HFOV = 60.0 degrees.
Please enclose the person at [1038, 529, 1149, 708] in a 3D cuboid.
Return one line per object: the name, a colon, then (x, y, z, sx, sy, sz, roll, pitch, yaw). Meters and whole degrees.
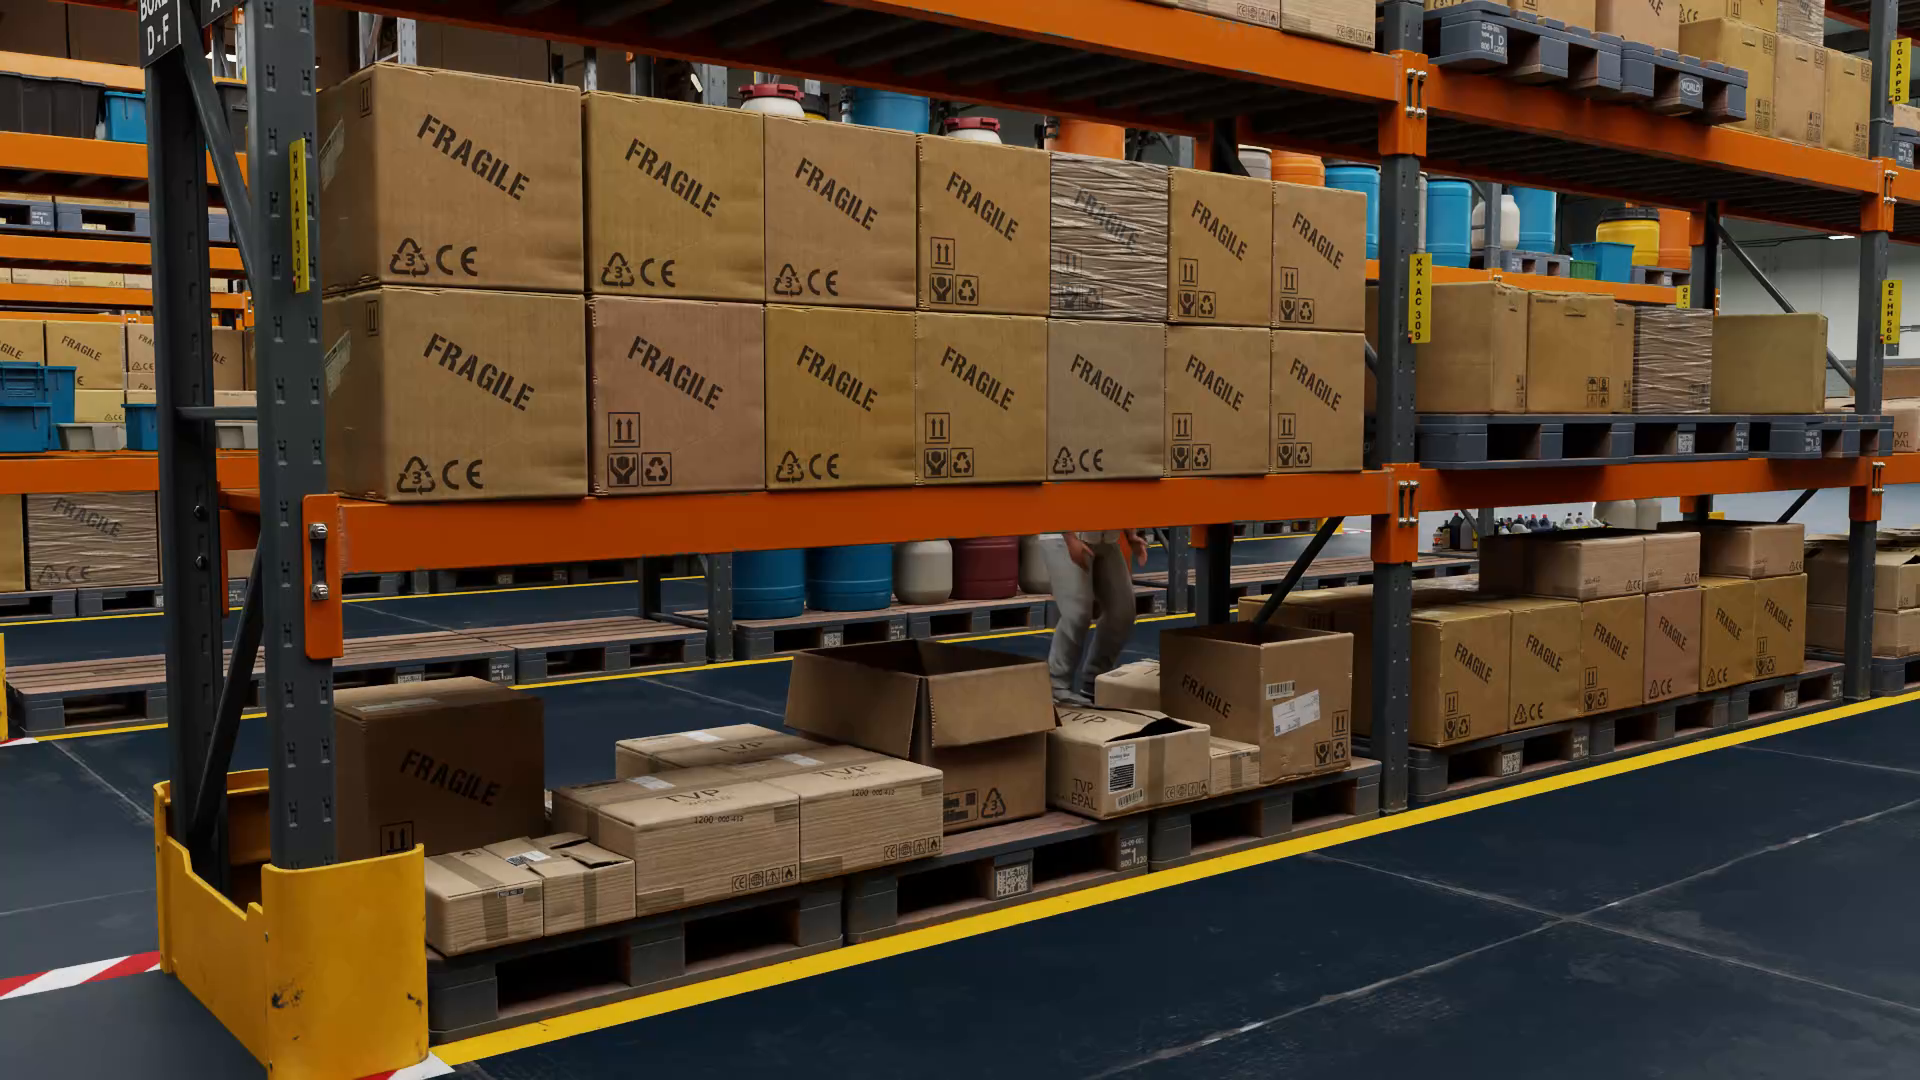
person: (0.696, 0.017, 8.711, 0.561, 1.691, 0.517, -3, 5, -37)
